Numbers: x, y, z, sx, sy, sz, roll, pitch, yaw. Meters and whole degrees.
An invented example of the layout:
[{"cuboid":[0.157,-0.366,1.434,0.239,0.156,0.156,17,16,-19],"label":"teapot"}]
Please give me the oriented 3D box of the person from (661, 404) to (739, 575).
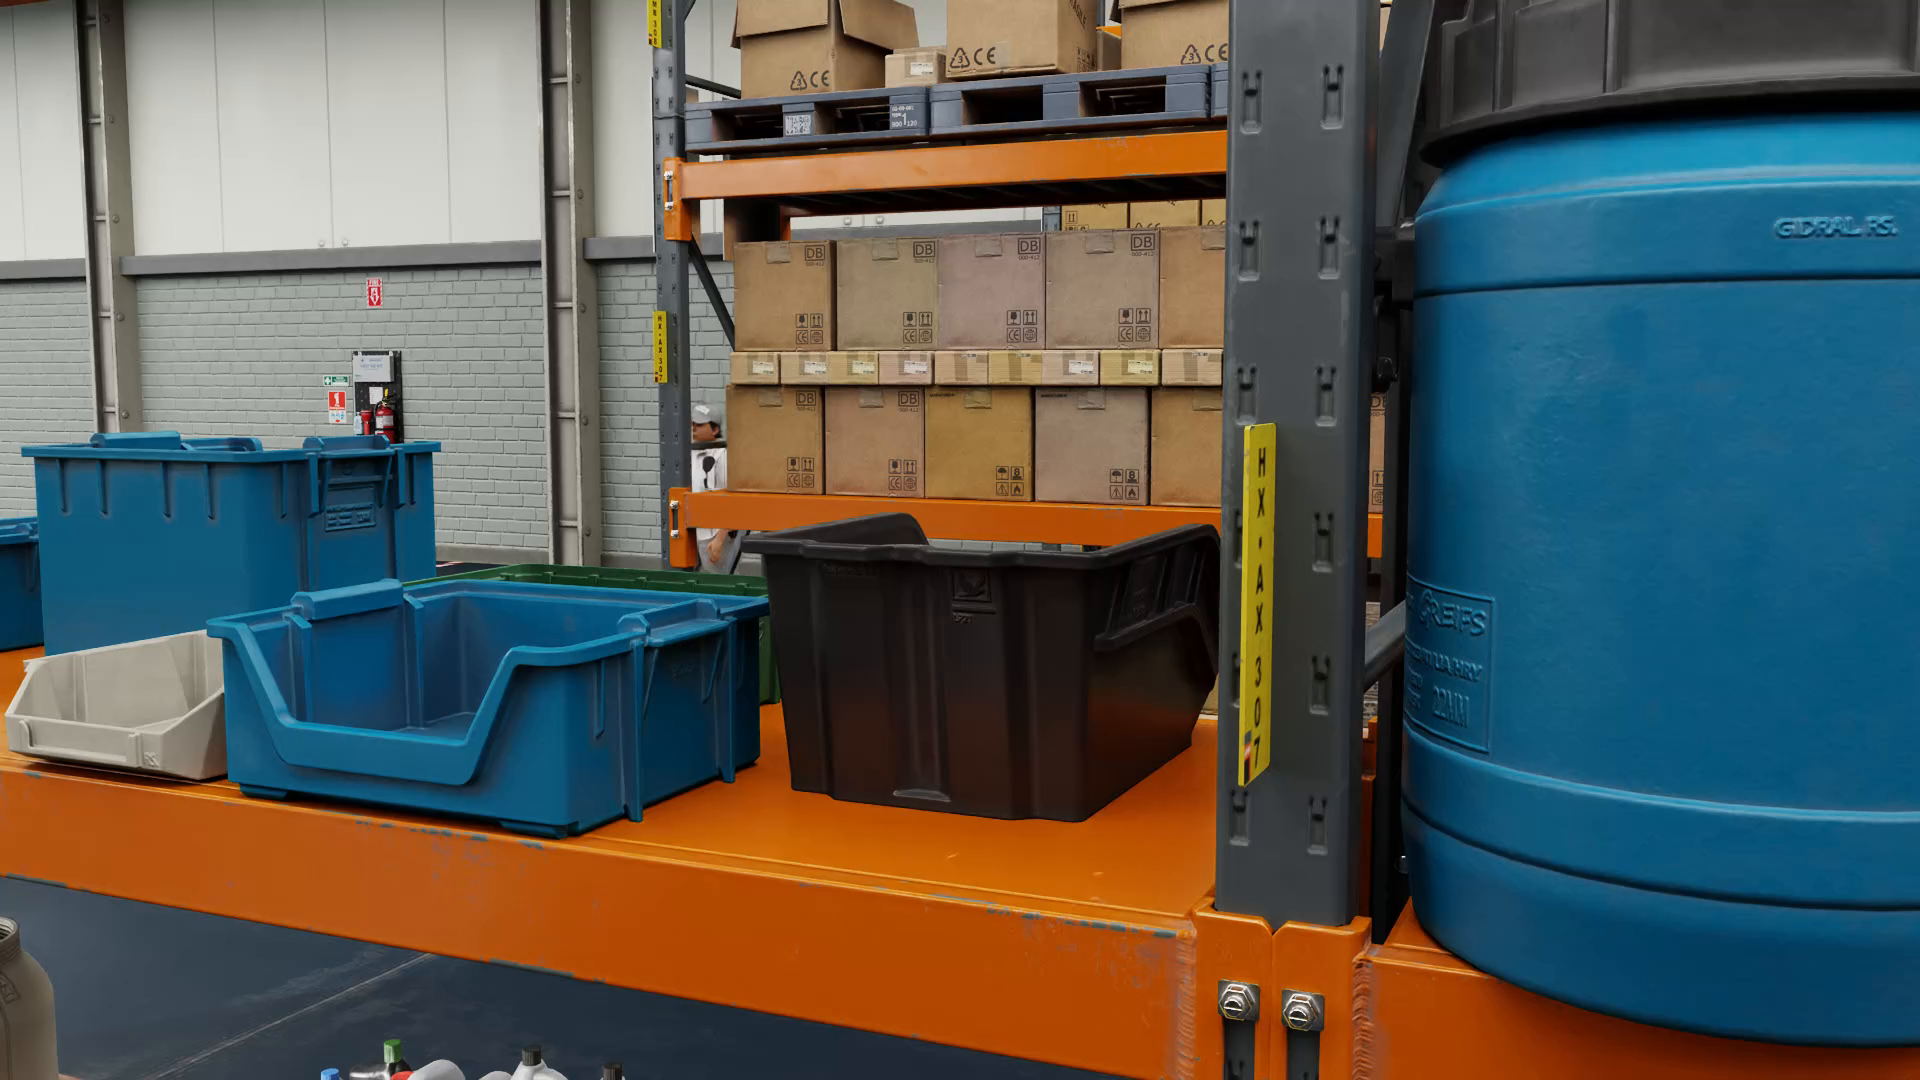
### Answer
[{"cuboid":[-1.560,0.049,9.946,0.479,1.719,0.620,2,6,21],"label":"person"}]
